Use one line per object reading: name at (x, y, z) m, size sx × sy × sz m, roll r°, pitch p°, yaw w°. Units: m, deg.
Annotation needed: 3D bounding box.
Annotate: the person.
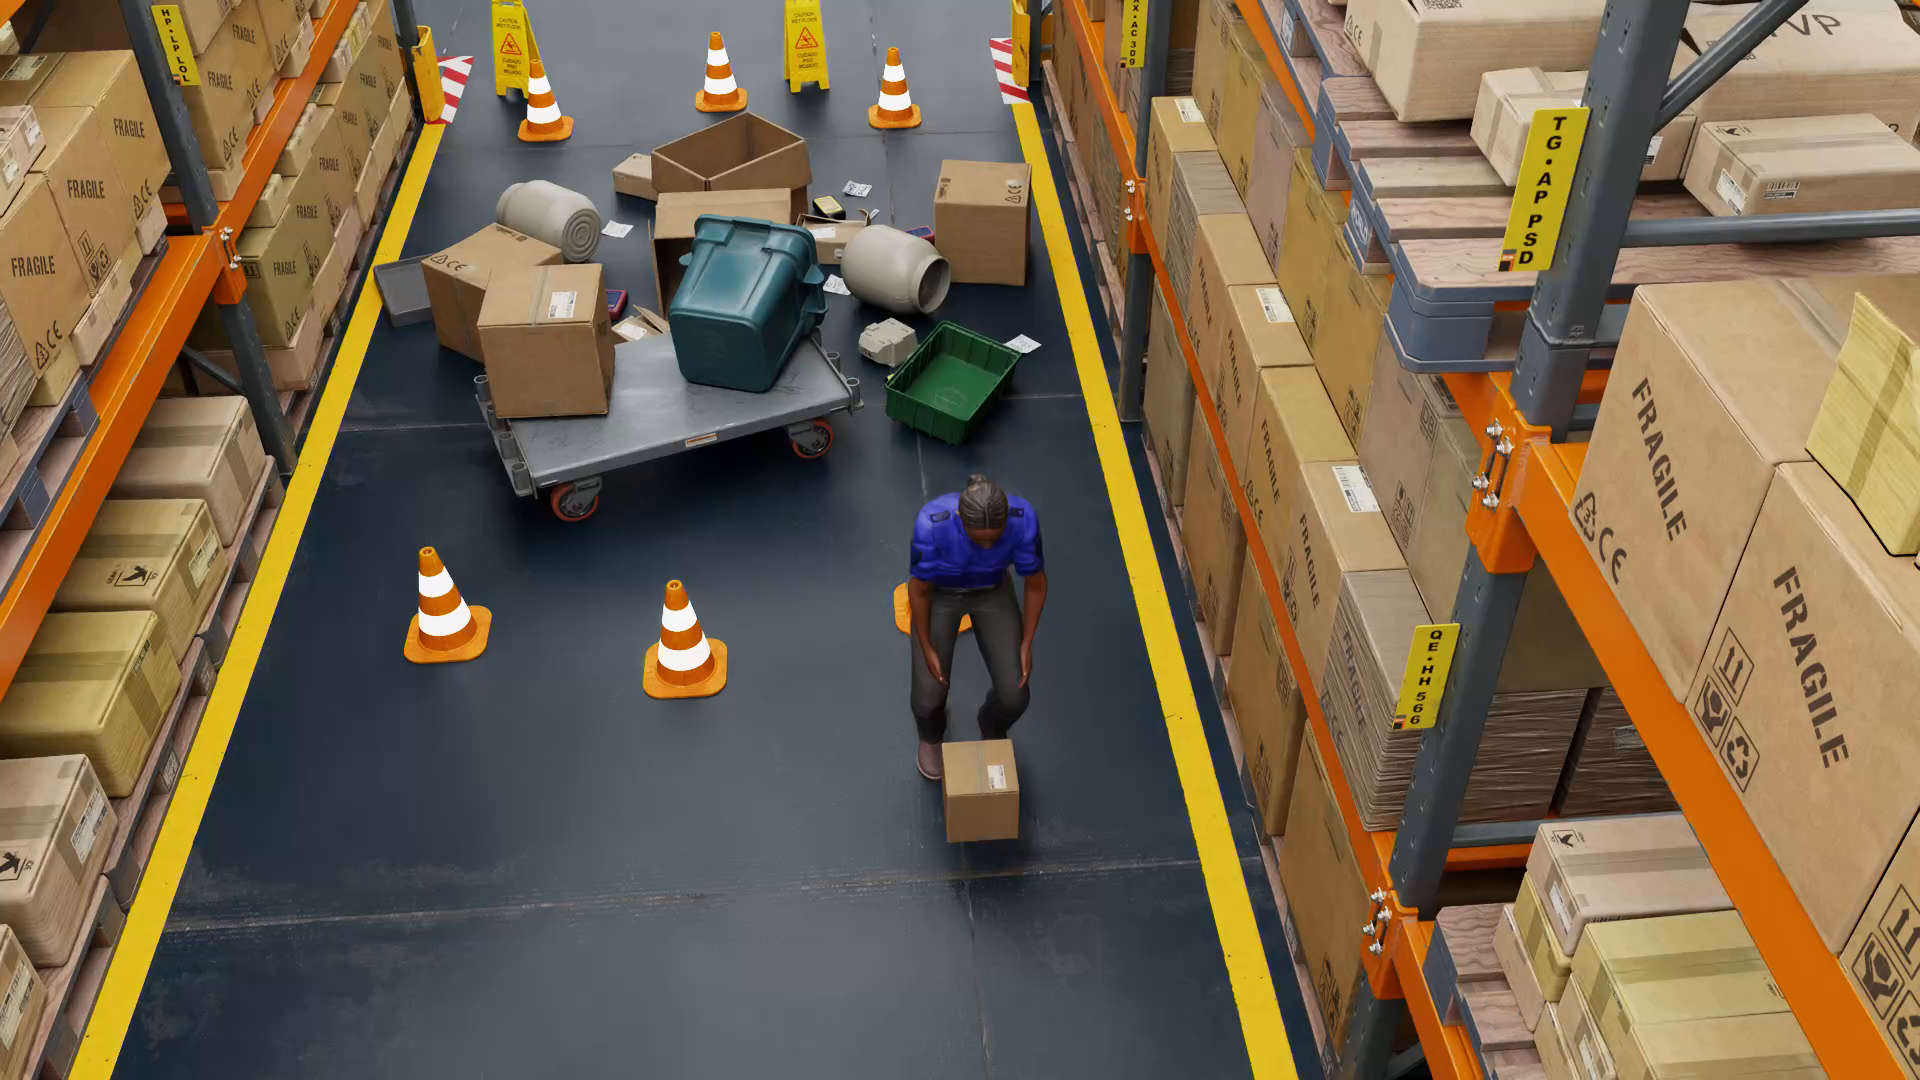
person at (0.058, 0.281, 5.978) m, size 0.490 × 1.465 × 0.556 m, roll -3°, pitch 39°, yaw -3°
